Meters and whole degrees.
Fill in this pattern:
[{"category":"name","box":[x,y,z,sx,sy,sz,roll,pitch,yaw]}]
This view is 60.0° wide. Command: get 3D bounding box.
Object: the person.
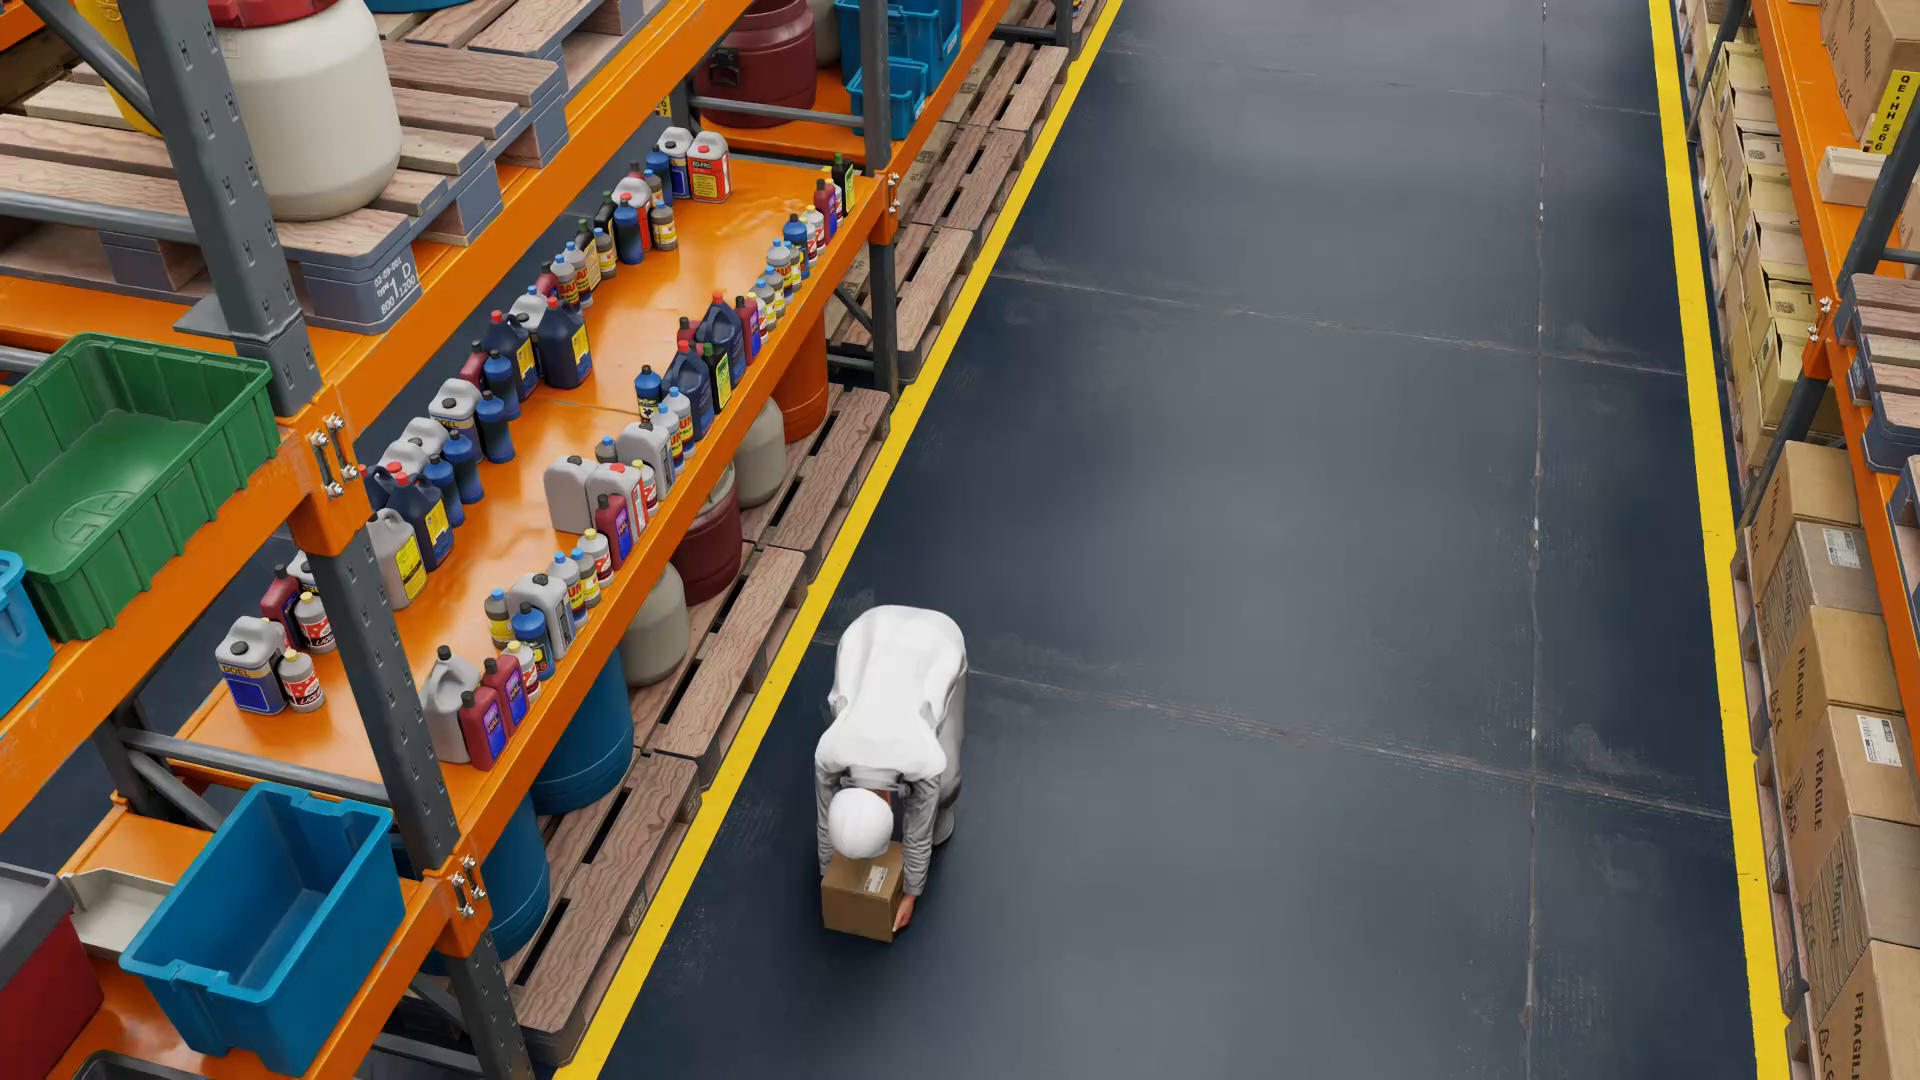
[{"category":"person","box":[-0.251,0.805,5.871,0.519,0.916,1.000,8,41,9]}]
